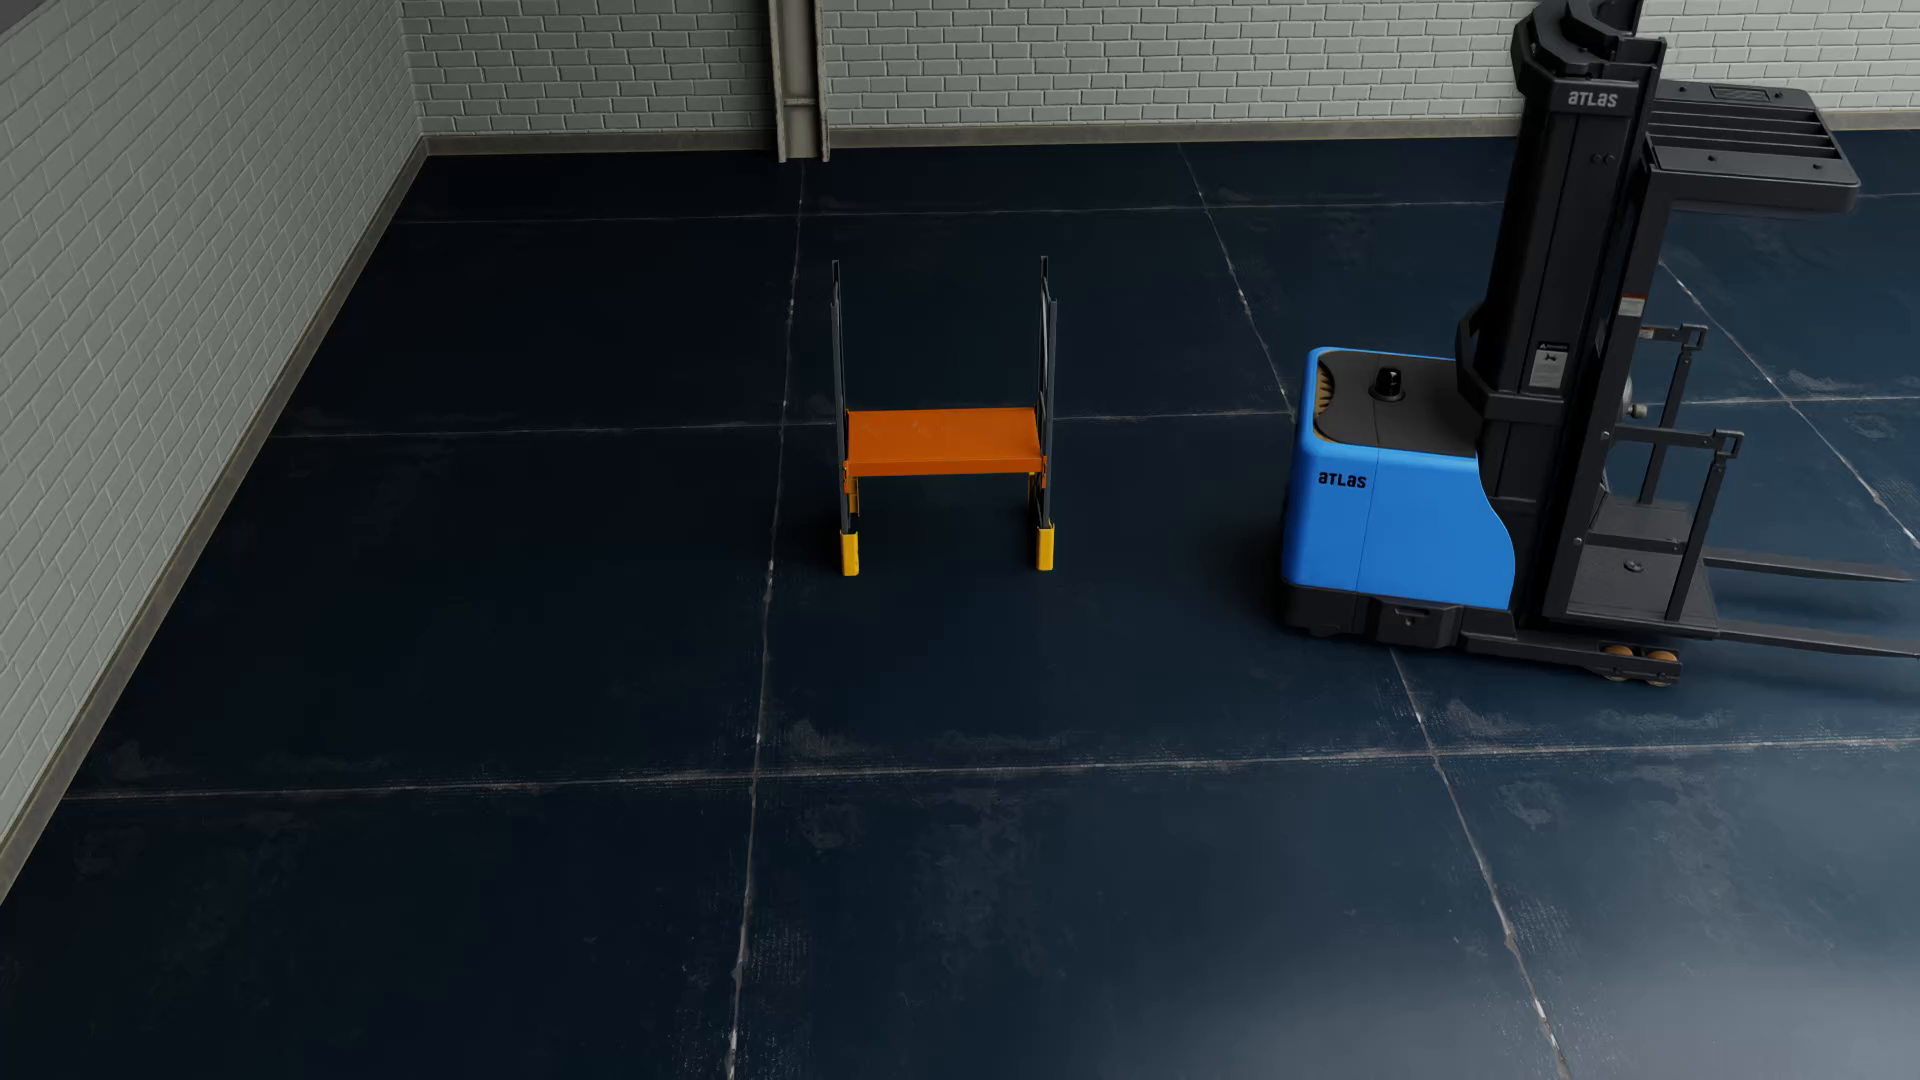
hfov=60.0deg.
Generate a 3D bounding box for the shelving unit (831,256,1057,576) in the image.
[{"bbox_3d":[-0.076,-0.615,8.320,1.083,1.500,0.587,-2,35,-2],"label":"shelving unit"}]

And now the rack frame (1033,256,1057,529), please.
[{"bbox_3d":[0.423,-0.628,8.340,0.032,1.500,0.500,-2,35,-2],"label":"rack frame"}]

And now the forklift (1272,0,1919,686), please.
[{"bbox_3d":[3.095,-0.854,7.409,3.031,2.935,1.130,7,35,10],"label":"forklift"}]

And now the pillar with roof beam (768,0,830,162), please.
[{"bbox_3d":[-1.029,-4.305,7.063,0.400,9.000,9.100,-2,35,-2],"label":"pillar with roof beam"}]

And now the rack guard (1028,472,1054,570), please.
[{"bbox_3d":[0.421,-0.114,8.695,0.087,0.250,0.587,-2,35,-2],"label":"rack guard"}]

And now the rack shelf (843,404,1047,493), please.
[{"bbox_3d":[-0.085,-0.467,8.422,1.000,0.185,0.538,-2,35,-2],"label":"rack shelf"}]

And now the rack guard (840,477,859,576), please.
[{"bbox_3d":[-0.574,-0.087,8.657,0.087,0.250,0.587,-2,35,-2],"label":"rack guard"}]

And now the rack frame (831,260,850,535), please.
[{"bbox_3d":[-0.593,-0.601,8.300,0.032,1.500,0.500,-2,35,-2],"label":"rack frame"}]
